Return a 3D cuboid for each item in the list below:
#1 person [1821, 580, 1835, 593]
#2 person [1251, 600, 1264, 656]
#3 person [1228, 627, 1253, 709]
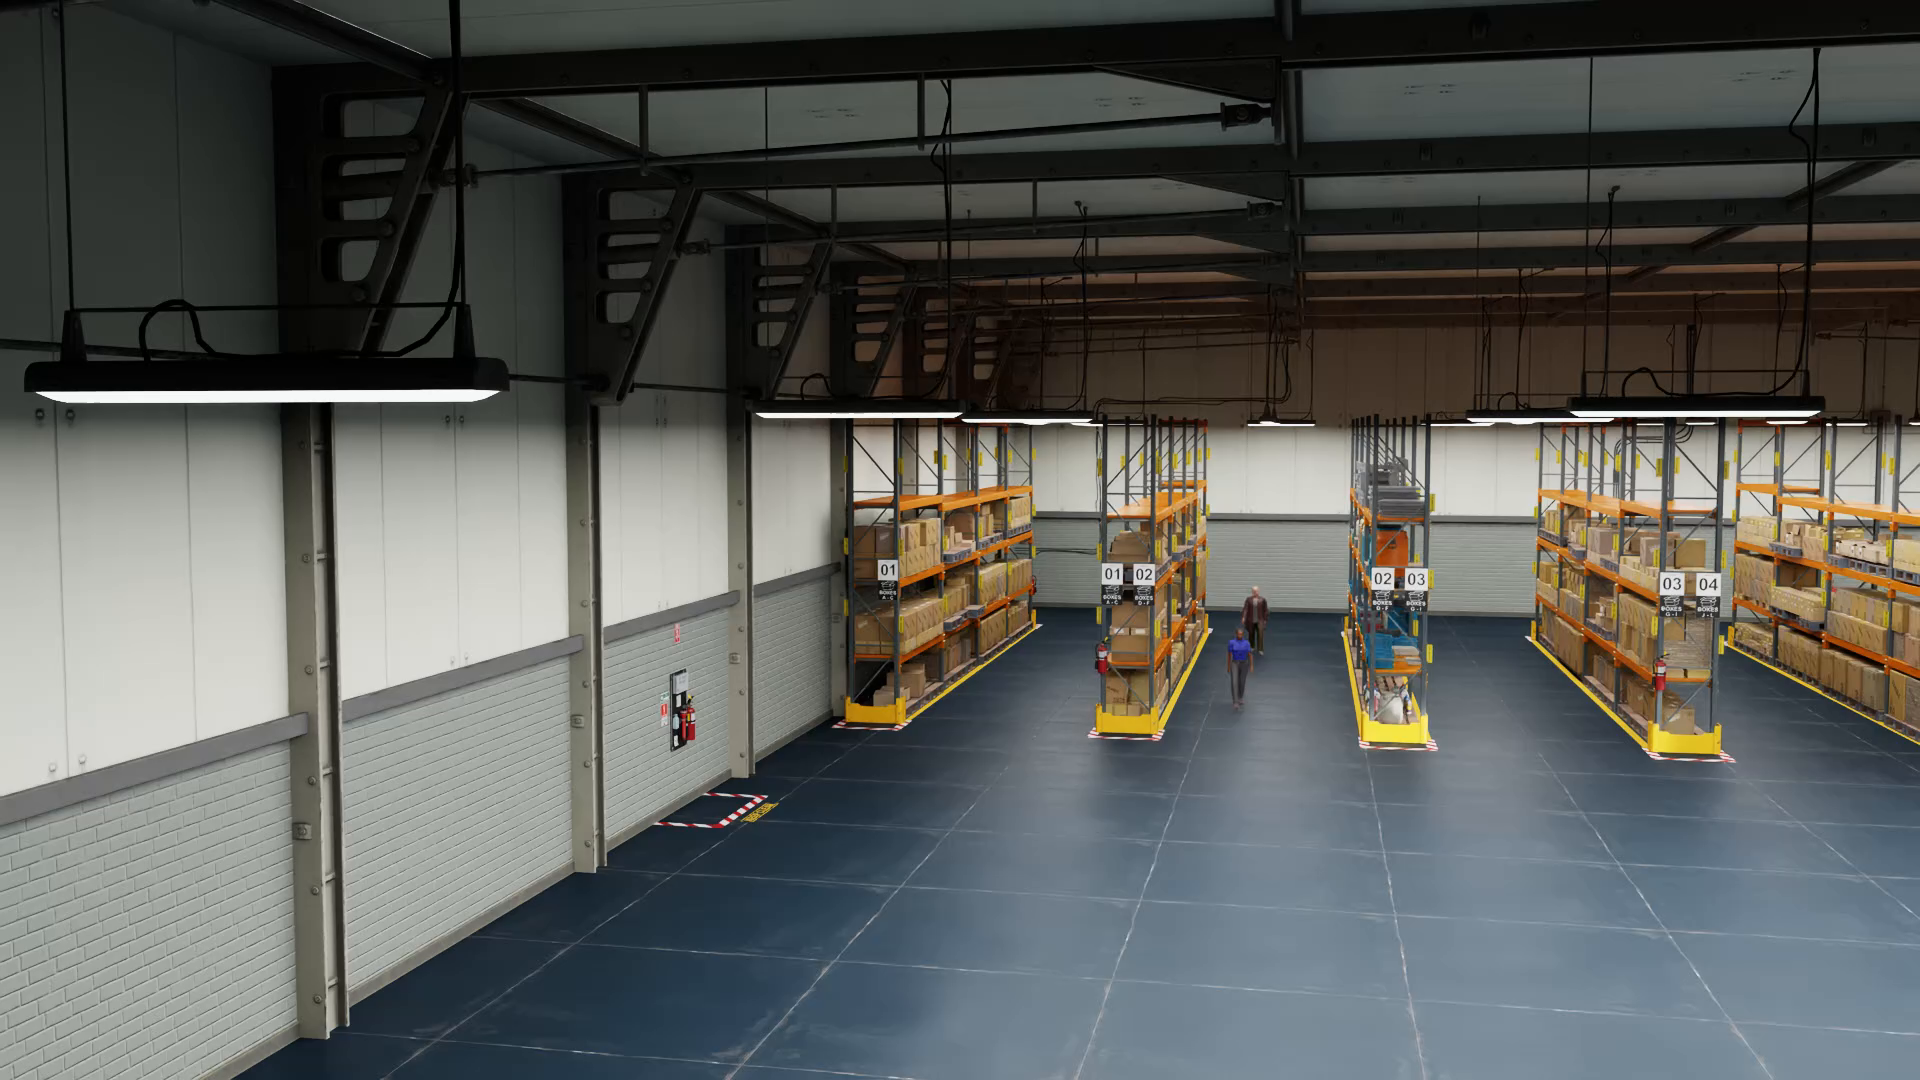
[{"bbox_3d":[23.590,1.862,45.164,0.986,1.684,0.541,0,4,7],"label":"person"},{"bbox_3d":[7.479,2.166,41.971,0.561,1.455,1.128,0,4,7],"label":"person"},{"bbox_3d":[5.767,2.621,34.212,0.498,1.626,0.759,0,4,2],"label":"person"}]
